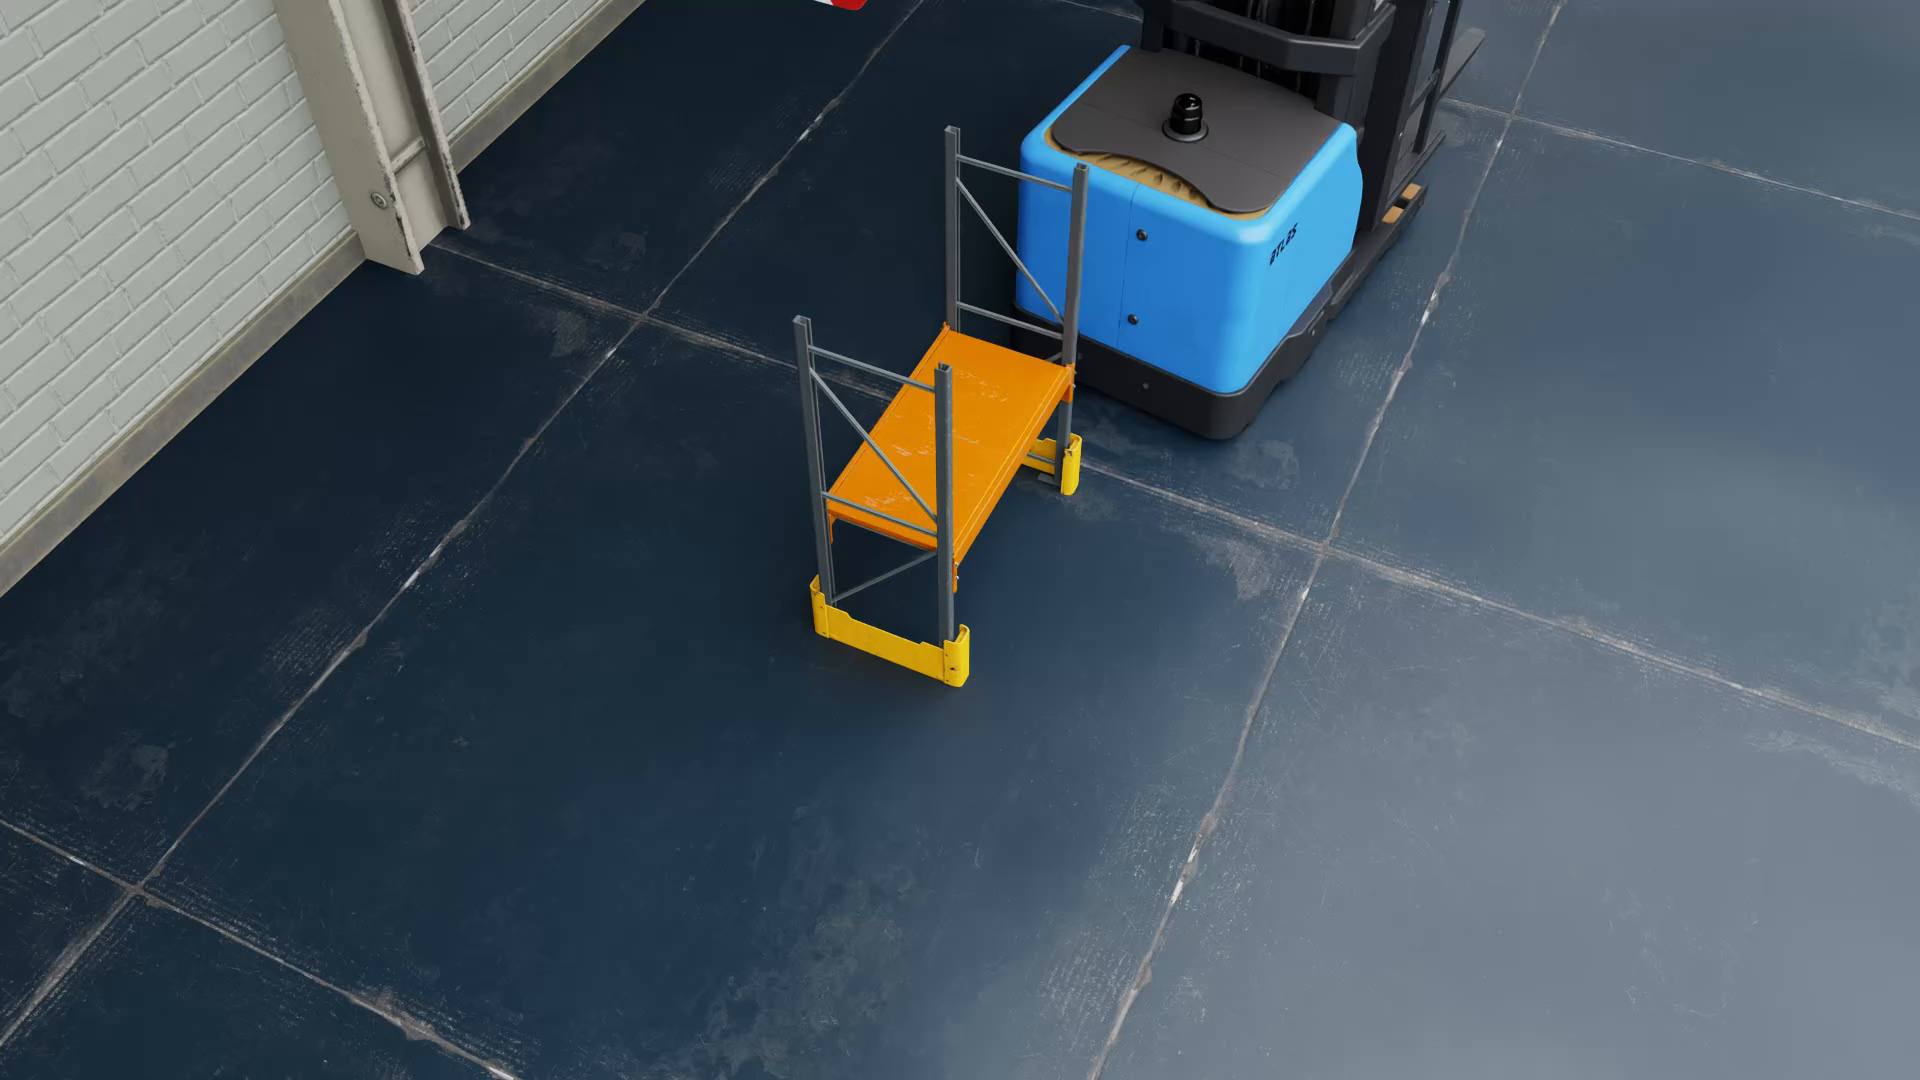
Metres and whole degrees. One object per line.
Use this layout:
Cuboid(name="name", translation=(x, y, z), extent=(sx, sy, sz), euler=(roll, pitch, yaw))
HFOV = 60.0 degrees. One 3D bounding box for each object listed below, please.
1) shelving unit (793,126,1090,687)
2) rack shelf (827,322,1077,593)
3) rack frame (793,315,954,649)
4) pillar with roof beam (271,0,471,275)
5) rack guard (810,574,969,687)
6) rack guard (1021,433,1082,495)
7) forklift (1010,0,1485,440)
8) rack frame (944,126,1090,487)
Cuboid(name="shelving unit", translation=(-0.033, -0.434, 5.634), extent=(0.587, 1.500, 1.083), euler=(20, 52, 16))
Cuboid(name="rack shelf", translation=(-0.036, -0.311, 5.766), extent=(0.538, 0.185, 1.000), euler=(20, 52, 16))
Cuboid(name="rack frame", translation=(-0.254, -0.077, 5.331), extent=(0.500, 1.500, 0.032), euler=(20, 52, 16))
Cuboid(name="pillar with roof beam", translation=(1.478, -2.852, 2.768), extent=(9.100, 9.000, 0.400), euler=(20, 52, 16))
Cuboid(name="rack guard", translation=(-0.245, 0.314, 5.818), extent=(0.587, 0.250, 0.087), euler=(20, 52, 16))
Cuboid(name="rack guard", translation=(0.180, -0.371, 6.402), extent=(0.587, 0.250, 0.087), euler=(20, 52, 16))
Cuboid(name="forklift", translation=(1.434, -2.445, 6.406), extent=(1.130, 2.935, 3.031), euler=(27, 55, 21))
Cuboid(name="rack frame", translation=(0.181, -0.777, 5.927), extent=(0.500, 1.500, 0.032), euler=(20, 52, 16))
